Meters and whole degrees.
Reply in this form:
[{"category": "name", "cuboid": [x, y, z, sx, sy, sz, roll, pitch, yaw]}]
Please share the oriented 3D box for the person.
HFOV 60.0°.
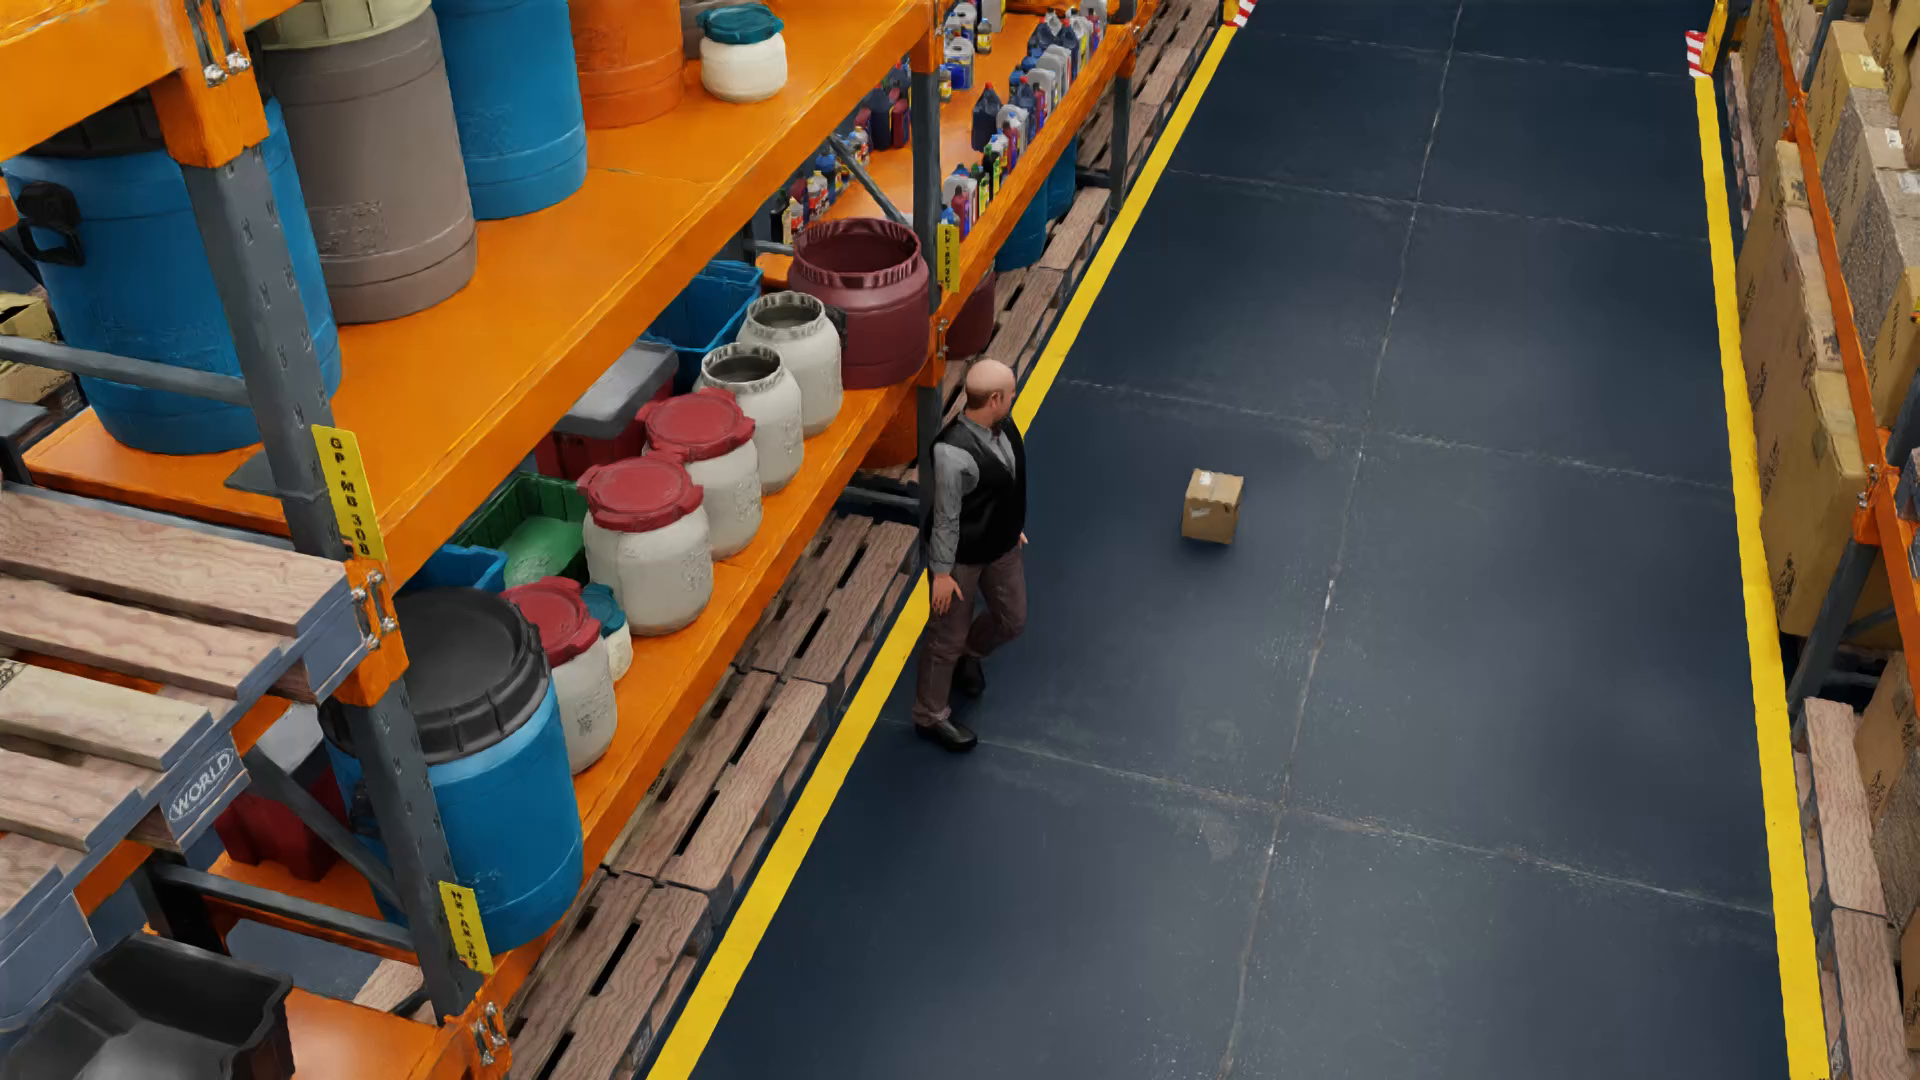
[{"category": "person", "cuboid": [0.049, 0.038, 6.867, 0.417, 1.696, 0.639, 25, 43, 29]}]
